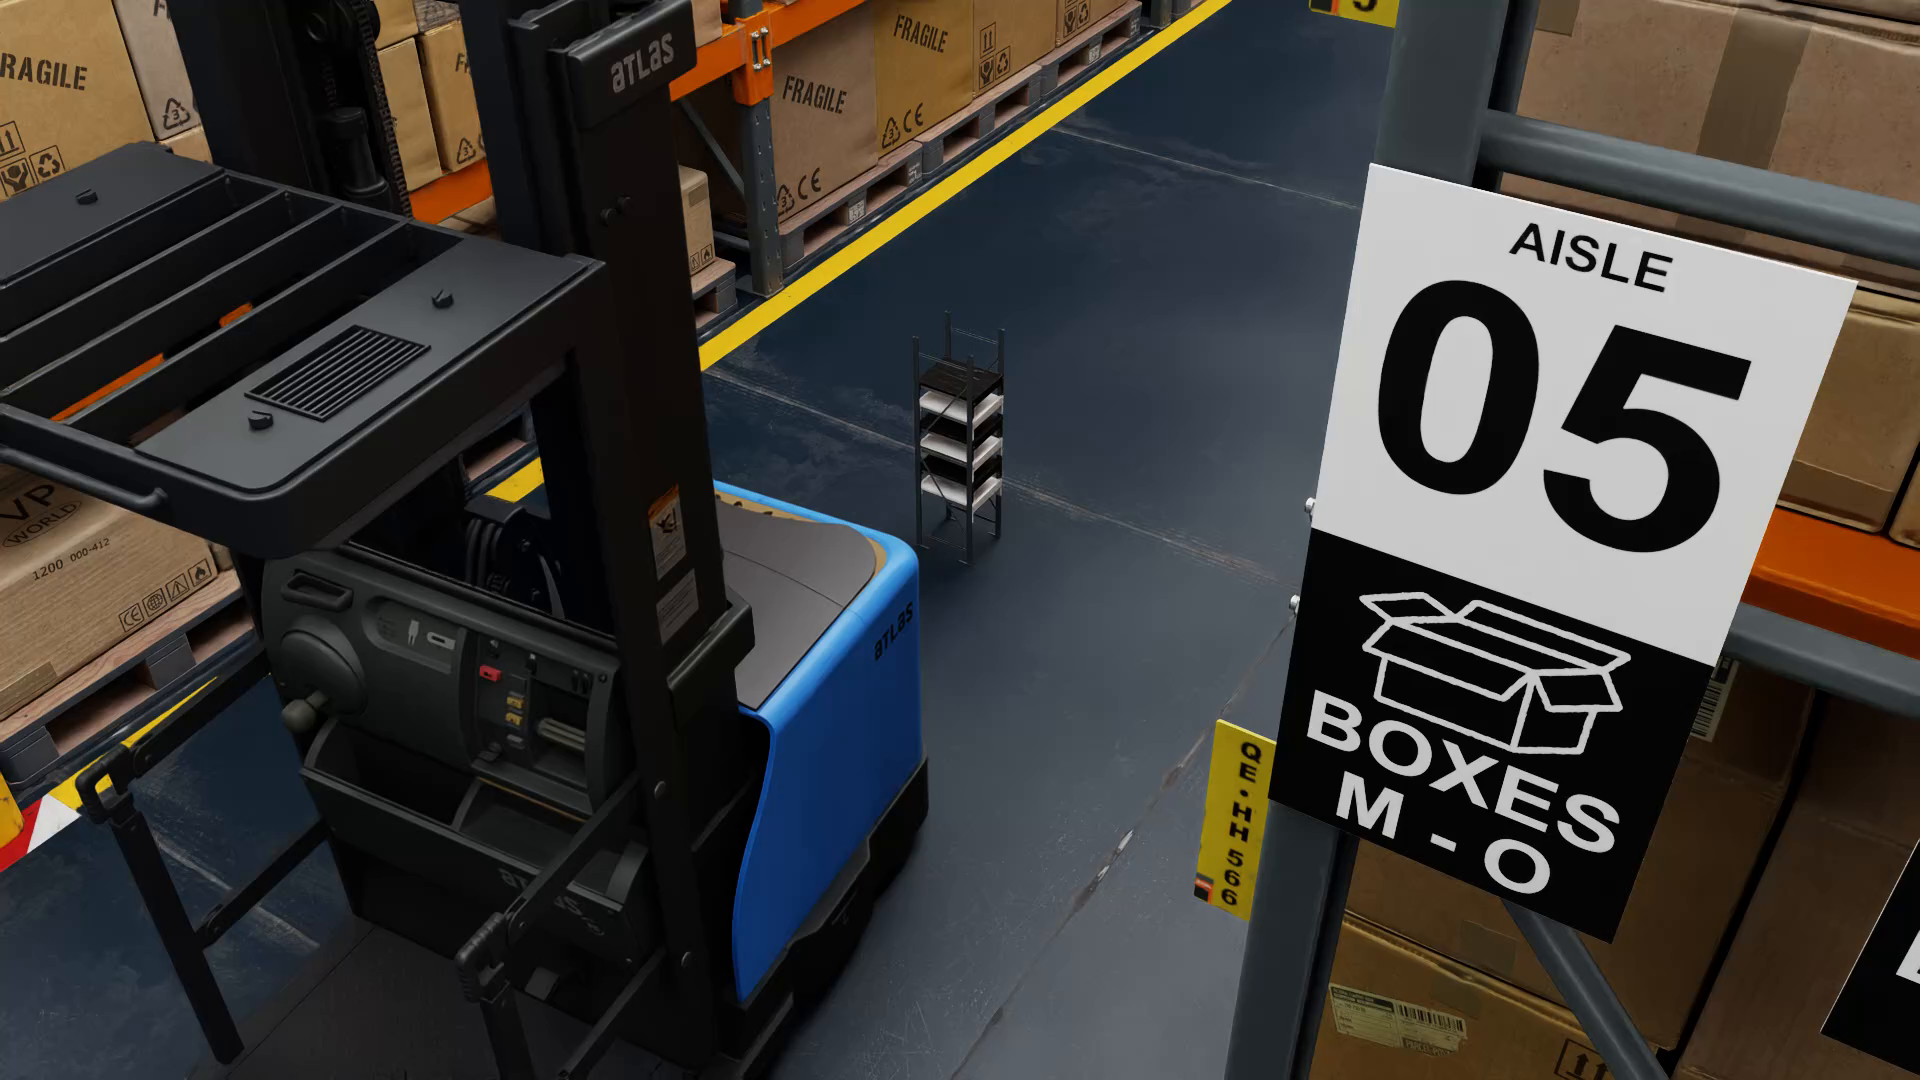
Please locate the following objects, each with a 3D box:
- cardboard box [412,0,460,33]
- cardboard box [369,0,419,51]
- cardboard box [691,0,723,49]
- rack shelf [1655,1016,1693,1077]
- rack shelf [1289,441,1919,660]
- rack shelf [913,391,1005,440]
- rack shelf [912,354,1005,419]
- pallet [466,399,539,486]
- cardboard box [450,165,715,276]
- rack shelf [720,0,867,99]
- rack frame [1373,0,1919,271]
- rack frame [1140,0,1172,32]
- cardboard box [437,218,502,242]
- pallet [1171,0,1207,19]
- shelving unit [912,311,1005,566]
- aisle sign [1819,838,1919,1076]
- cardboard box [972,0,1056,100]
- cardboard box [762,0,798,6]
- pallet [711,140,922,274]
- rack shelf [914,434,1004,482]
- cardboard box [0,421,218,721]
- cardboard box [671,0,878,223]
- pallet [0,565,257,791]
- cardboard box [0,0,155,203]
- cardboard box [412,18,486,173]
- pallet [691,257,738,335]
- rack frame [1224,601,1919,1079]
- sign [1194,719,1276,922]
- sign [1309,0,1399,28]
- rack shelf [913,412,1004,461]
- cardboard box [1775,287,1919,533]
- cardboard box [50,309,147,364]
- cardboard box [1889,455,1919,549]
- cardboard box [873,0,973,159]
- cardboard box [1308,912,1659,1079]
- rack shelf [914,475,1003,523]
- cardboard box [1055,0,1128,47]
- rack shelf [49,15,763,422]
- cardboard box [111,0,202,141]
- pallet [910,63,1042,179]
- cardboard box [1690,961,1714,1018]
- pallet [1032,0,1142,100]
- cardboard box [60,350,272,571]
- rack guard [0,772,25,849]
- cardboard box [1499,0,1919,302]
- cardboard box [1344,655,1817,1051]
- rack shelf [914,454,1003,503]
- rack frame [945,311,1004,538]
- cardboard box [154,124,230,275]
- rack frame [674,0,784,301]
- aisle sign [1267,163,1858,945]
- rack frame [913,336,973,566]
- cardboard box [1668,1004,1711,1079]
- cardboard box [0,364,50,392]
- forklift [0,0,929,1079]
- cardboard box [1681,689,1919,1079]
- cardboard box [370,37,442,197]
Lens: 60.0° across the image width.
[{"bbox_3d":[-1.839,-2.067,5.573,0.500,0.500,0.500,22,43,26],"label":"cardboard box"},{"bbox_3d":[-2.115,-1.811,5.241,0.500,0.500,0.500,21,42,25],"label":"cardboard box"},{"bbox_3d":[-1.309,-2.206,6.573,0.500,0.500,0.500,22,43,26],"label":"cardboard box"},{"bbox_3d":[1.886,0.394,3.871,1.077,0.370,4.000,21,42,25],"label":"rack shelf"},{"bbox_3d":[1.886,-0.794,2.955,1.077,0.370,4.000,21,42,25],"label":"rack shelf"},{"bbox_3d":[-0.004,-0.468,5.880,0.258,0.077,0.200,21,42,25],"label":"rack shelf"},{"bbox_3d":[-0.004,-0.540,5.825,0.258,0.077,0.200,21,42,25],"label":"rack shelf"},{"bbox_3d":[-2.402,-0.387,6.579,1.003,0.211,1.213,21,42,25],"label":"pallet"},{"bbox_3d":[-1.703,-1.352,7.302,0.875,0.438,0.875,21,42,24],"label":"cardboard box"},{"bbox_3d":[-0.205,-3.235,8.579,1.077,0.370,4.000,21,42,25],"label":"rack shelf"},{"bbox_3d":[0.815,-1.236,0.483,1.000,3.000,0.127,21,42,25],"label":"rack frame"},{"bbox_3d":[0.867,-4.551,9.697,1.000,3.000,0.127,21,42,25],"label":"rack frame"},{"bbox_3d":[-2.182,-0.890,6.703,0.875,0.438,0.875,20,42,24],"label":"cardboard box"},{"bbox_3d":[1.287,-3.849,11.070,1.003,0.211,1.213,21,42,25],"label":"pallet"},{"bbox_3d":[-0.004,-0.352,5.970,0.258,0.900,0.210,21,42,25],"label":"shelving unit"},{"bbox_3d":[1.029,0.246,1.344,0.394,0.787,0.004,21,42,25],"label":"aisle sign"},{"bbox_3d":[-0.055,-3.089,9.196,0.875,0.875,0.875,22,43,26],"label":"cardboard box"},{"bbox_3d":[-0.817,-2.570,7.250,0.500,0.250,0.500,20,42,24],"label":"cardboard box"},{"bbox_3d":[-0.926,-1.807,8.421,1.003,0.211,1.213,21,42,25],"label":"pallet"},{"bbox_3d":[-0.004,-0.326,5.990,0.258,0.077,0.200,21,42,25],"label":"rack shelf"},{"bbox_3d":[-3.150,0.049,5.485,0.875,0.438,0.875,20,42,24],"label":"cardboard box"},{"bbox_3d":[-1.011,-2.160,7.991,0.875,0.875,0.875,23,43,26],"label":"cardboard box"},{"bbox_3d":[-3.057,0.240,5.766,1.003,0.211,1.213,21,42,25],"label":"pallet"},{"bbox_3d":[-2.650,-1.285,4.560,0.500,0.500,0.500,20,42,24],"label":"cardboard box"},{"bbox_3d":[-1.837,-1.675,5.884,0.500,0.500,0.500,21,42,24],"label":"cardboard box"},{"bbox_3d":[-1.750,-1.018,7.398,1.003,0.211,1.213,21,42,25],"label":"pallet"},{"bbox_3d":[0.815,1.140,2.314,1.000,3.000,0.127,21,42,25],"label":"rack frame"},{"bbox_3d":[0.357,0.365,2.113,0.100,0.325,0.005,21,42,25],"label":"sign"},{"bbox_3d":[0.357,-0.590,1.377,0.100,0.325,0.005,21,42,25],"label":"sign"},{"bbox_3d":[-0.004,-0.397,5.935,0.258,0.077,0.200,21,42,25],"label":"rack shelf"},{"bbox_3d":[0.835,-0.309,1.861,0.500,0.250,0.500,20,42,24],"label":"cardboard box"},{"bbox_3d":[-2.672,-0.890,4.866,0.500,0.500,0.500,21,42,25],"label":"cardboard box"},{"bbox_3d":[1.271,-0.136,1.636,0.500,0.250,0.500,23,43,27],"label":"cardboard box"},{"bbox_3d":[-0.534,-2.628,8.598,0.875,0.875,0.875,22,43,26],"label":"cardboard box"},{"bbox_3d":[0.838,0.667,2.603,0.500,0.500,0.500,22,43,26],"label":"cardboard box"},{"bbox_3d":[-0.004,-0.183,6.100,0.258,0.077,0.200,21,42,25],"label":"rack shelf"},{"bbox_3d":[0.427,-3.547,9.791,0.875,0.875,0.875,21,42,25],"label":"cardboard box"},{"bbox_3d":[-2.348,-1.173,5.904,1.077,0.370,4.000,21,42,25],"label":"rack shelf"},{"bbox_3d":[-2.381,-1.553,4.907,0.500,0.500,0.500,21,42,25],"label":"cardboard box"},{"bbox_3d":[-0.273,-2.439,9.240,1.003,0.211,1.213,21,42,25],"label":"pallet"},{"bbox_3d":[1.554,0.557,2.745,0.500,0.500,0.500,21,42,25],"label":"cardboard box"},{"bbox_3d":[0.381,-3.065,10.053,1.003,0.211,1.213,21,42,25],"label":"pallet"},{"bbox_3d":[-2.667,-0.426,6.100,0.875,0.438,0.875,22,43,26],"label":"cardboard box"},{"bbox_3d":[-3.432,0.575,5.094,1.175,0.500,0.348,21,42,25],"label":"rack guard"},{"bbox_3d":[0.847,-0.507,1.708,0.500,0.250,0.500,20,42,24],"label":"cardboard box"},{"bbox_3d":[0.850,0.269,2.299,0.500,0.500,0.500,20,42,24],"label":"cardboard box"},{"bbox_3d":[-0.004,-0.255,6.045,0.258,0.077,0.200,21,42,25],"label":"rack shelf"},{"bbox_3d":[0.050,-0.405,6.038,0.240,0.900,0.006,21,42,25],"label":"rack frame"},{"bbox_3d":[-2.384,-1.146,5.198,0.500,0.500,0.500,21,42,25],"label":"cardboard box"},{"bbox_3d":[-1.276,-2.489,7.022,1.000,3.000,0.127,21,42,25],"label":"rack frame"},{"bbox_3d":[0.522,0.050,1.599,0.394,0.787,0.004,21,42,25],"label":"aisle sign"},{"bbox_3d":[-0.059,-0.300,5.902,0.240,0.900,0.006,21,42,25],"label":"rack frame"},{"bbox_3d":[1.289,0.842,2.376,0.500,0.500,0.500,23,43,27],"label":"cardboard box"},{"bbox_3d":[-2.919,-0.620,4.516,0.500,0.500,0.500,21,42,25],"label":"cardboard box"},{"bbox_3d":[-1.211,0.367,3.374,1.130,2.935,3.031,17,41,21],"label":"forklift"},{"bbox_3d":[1.279,0.442,2.075,0.500,0.500,0.500,21,42,25],"label":"cardboard box"},{"bbox_3d":[-2.130,-1.410,5.540,0.500,0.500,0.500,23,43,27],"label":"cardboard box"}]
